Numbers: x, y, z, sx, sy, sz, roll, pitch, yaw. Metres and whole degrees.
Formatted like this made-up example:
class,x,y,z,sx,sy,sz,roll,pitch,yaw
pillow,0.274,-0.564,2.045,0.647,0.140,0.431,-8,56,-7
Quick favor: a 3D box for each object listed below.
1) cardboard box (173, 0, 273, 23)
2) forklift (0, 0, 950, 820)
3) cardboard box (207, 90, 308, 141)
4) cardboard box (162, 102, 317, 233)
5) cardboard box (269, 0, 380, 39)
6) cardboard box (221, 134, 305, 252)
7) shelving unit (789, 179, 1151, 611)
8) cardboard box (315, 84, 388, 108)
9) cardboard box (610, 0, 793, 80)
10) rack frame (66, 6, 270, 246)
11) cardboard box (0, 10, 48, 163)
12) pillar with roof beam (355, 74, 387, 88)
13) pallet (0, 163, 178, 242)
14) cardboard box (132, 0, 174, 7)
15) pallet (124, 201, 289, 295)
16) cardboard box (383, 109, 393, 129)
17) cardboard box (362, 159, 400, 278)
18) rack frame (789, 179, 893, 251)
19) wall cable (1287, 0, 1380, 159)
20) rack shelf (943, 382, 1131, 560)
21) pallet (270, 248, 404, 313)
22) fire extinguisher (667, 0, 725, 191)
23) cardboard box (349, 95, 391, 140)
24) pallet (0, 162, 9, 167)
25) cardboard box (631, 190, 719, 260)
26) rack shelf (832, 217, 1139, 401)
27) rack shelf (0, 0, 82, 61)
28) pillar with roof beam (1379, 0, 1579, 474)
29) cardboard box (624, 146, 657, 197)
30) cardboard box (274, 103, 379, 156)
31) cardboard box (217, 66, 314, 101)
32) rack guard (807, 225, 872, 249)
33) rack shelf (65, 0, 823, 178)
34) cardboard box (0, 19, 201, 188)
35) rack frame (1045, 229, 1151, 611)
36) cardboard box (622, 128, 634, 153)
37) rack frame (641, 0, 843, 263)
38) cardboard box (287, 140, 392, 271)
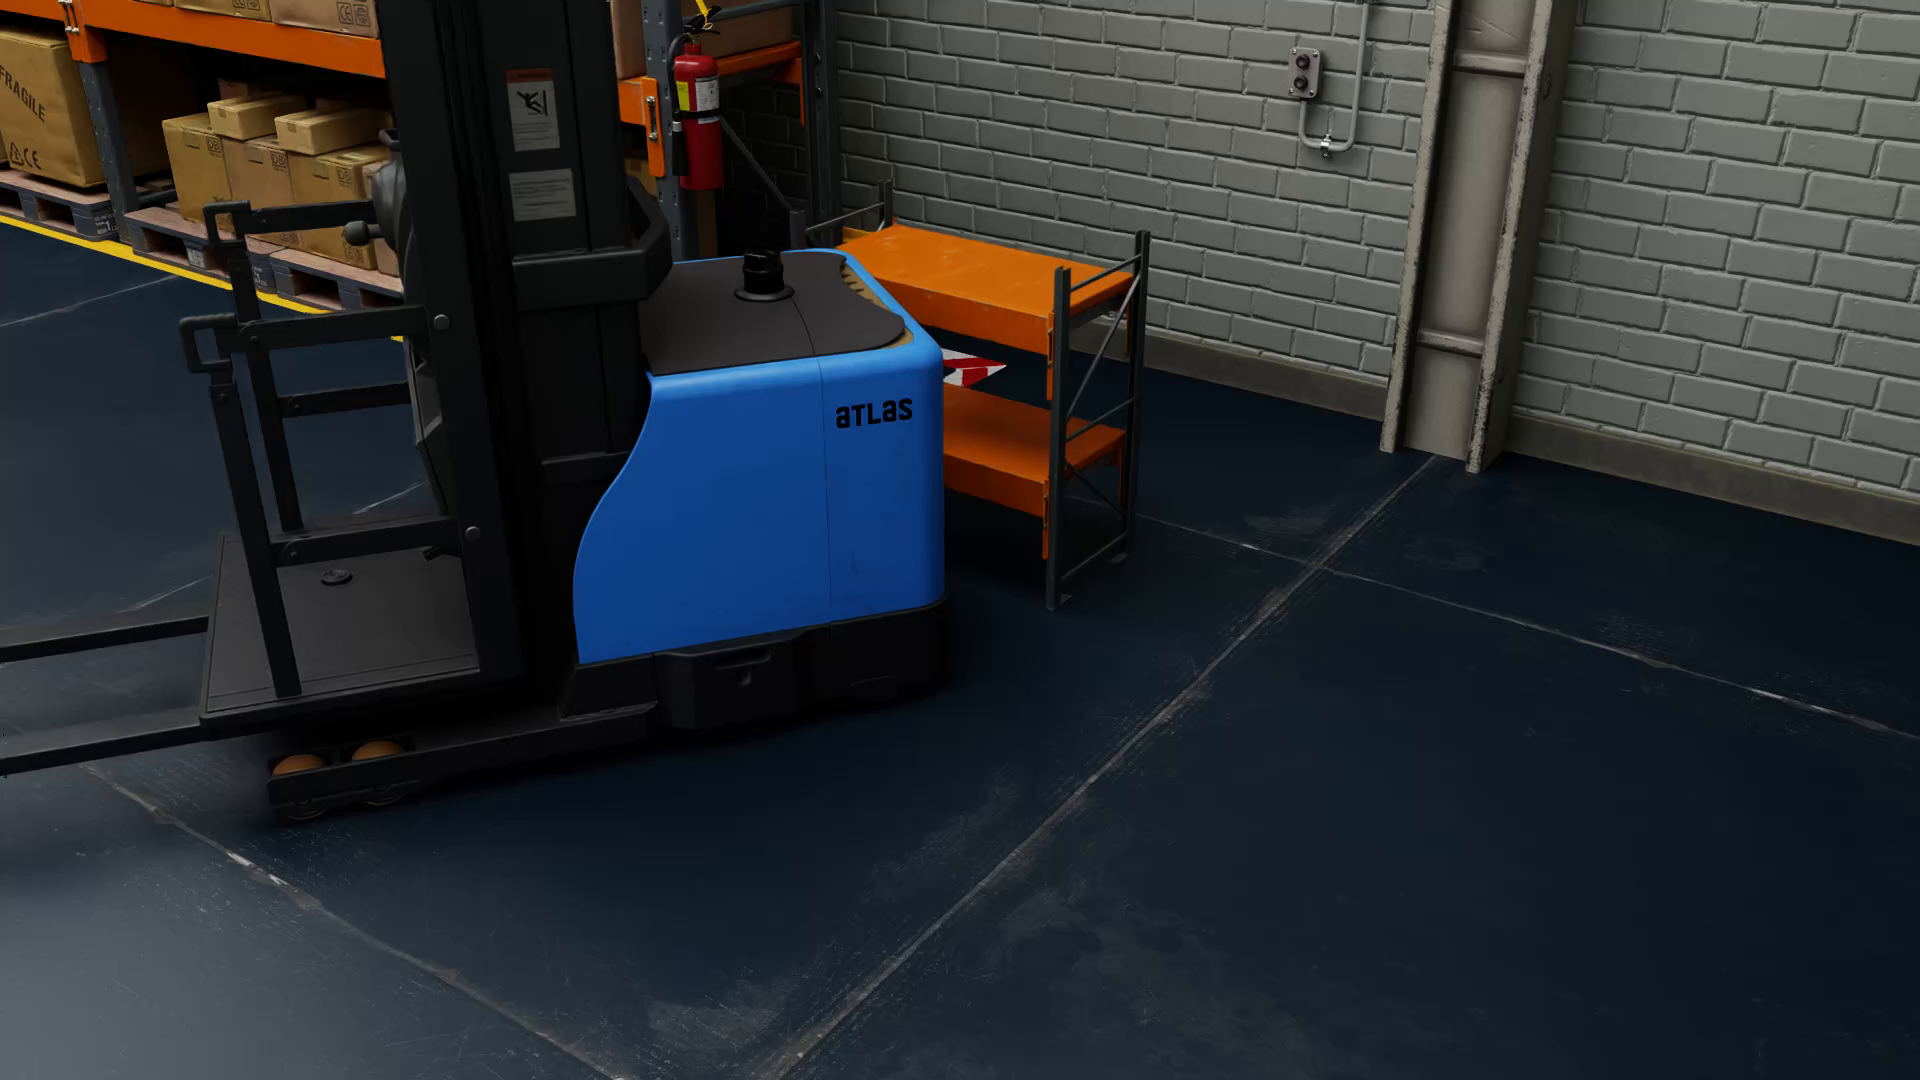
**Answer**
class,x,y,z,sx,sy,sz,roll,pitch,yaw
cardboard box,-3.104,-2.888,7.787,0.700,0.700,0.980,16,31,29
forklift,-1.605,-0.849,4.187,3.031,2.935,1.130,-9,28,-17
cardboard box,-3.403,-2.065,8.079,0.250,0.149,0.380,19,32,32
cardboard box,-3.582,-1.932,8.533,0.500,0.500,0.700,18,32,31
cardboard box,-2.498,-2.705,7.427,0.700,0.700,0.980,16,31,28
cardboard box,-3.170,-1.802,8.277,0.500,0.500,0.700,17,32,30
shelving unit,0.021,-0.506,5.504,1.048,1.125,0.538,18,32,32
cardboard box,-2.936,-2.131,8.208,0.250,0.149,0.380,16,31,29
cardboard box,-1.269,-2.323,6.677,0.700,0.700,0.980,19,33,33
rack frame,-4.140,-3.089,8.513,0.127,3.000,1.000,17,32,30
cardboard box,-5.484,-2.664,9.585,0.750,0.750,0.750,18,32,32
pillar with roof beam,-5.511,-4.297,4.272,0.400,9.000,9.100,17,32,30
pallet,-4.819,-2.017,9.480,1.213,0.211,1.003,17,32,30
cardboard box,-3.702,-3.078,8.160,0.700,0.700,0.980,18,32,31
pallet,-3.558,-1.622,8.705,1.213,0.211,1.003,17,32,30
cardboard box,-2.515,-2.000,7.950,0.250,0.149,0.380,17,31,29
cardboard box,-2.304,-1.535,7.752,0.500,0.500,0.700,16,31,29
rack frame,-0.390,-0.641,5.770,0.032,1.125,0.500,18,32,32
wall cable,0.748,-2.540,6.313,1.851,1.984,0.084,17,32,30
rack shelf,0.021,-0.288,5.614,1.000,0.278,0.538,18,32,32
pallet,-2.548,-1.309,8.090,1.213,0.211,1.003,17,32,30
fire extinguisher,-0.980,-1.650,6.182,0.183,0.674,0.296,17,32,30
cardboard box,-2.728,-2.066,8.079,0.250,0.149,0.380,18,32,31
pallet,-5.829,-2.330,10.095,1.213,0.211,1.003,17,32,30
cardboard box,-1.477,-1.278,7.247,0.500,0.500,0.700,17,32,30
rack shelf,0.021,-0.767,5.371,1.000,0.278,0.538,18,32,32
rack shelf,-5.789,-3.282,9.686,4.000,0.370,1.077,17,32,30
pillar with roof beam,-0.565,-2.757,1.245,0.400,9.000,9.100,17,32,30
cardboard box,-1.260,-1.610,7.183,0.250,0.149,0.380,18,32,31
cardboard box,-2.973,-1.931,7.815,0.250,0.149,0.380,16,31,29
cardboard box,-3.589,-2.333,8.604,0.250,0.149,0.380,17,32,30
rack guard,-0.823,-0.942,7.050,0.348,0.500,1.175,17,32,30
rack shelf,-2.492,-2.255,7.667,4.000,0.370,1.077,17,32,30
cardboard box,-4.750,-2.437,9.138,0.750,0.750,0.750,18,32,31
rack frame,0.432,-0.370,5.237,0.032,1.125,0.500,18,32,32
cardboard box,-1.679,-1.739,7.438,0.250,0.149,0.380,17,32,30
rack frame,-0.843,-2.062,6.495,0.127,3.000,1.000,17,32,30
cardboard box,-2.748,-1.669,8.016,0.500,0.500,0.700,18,32,31
